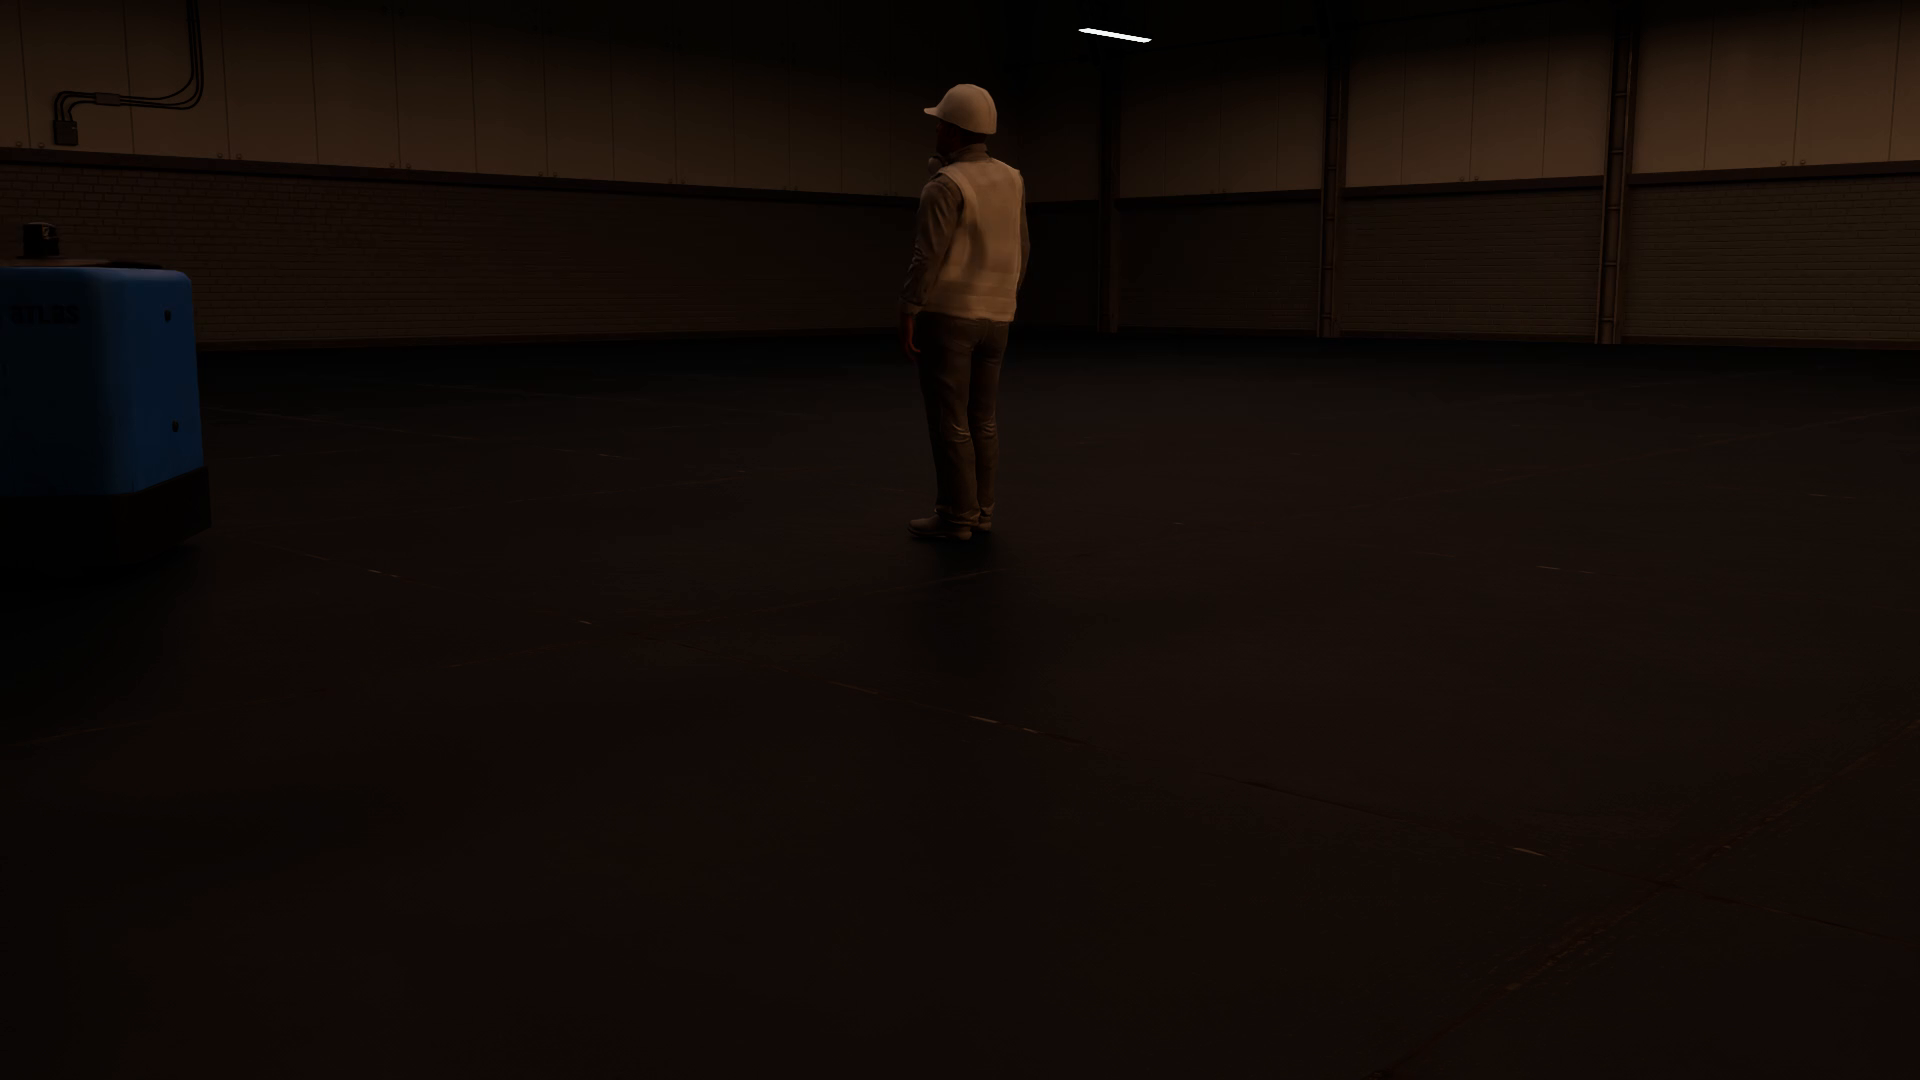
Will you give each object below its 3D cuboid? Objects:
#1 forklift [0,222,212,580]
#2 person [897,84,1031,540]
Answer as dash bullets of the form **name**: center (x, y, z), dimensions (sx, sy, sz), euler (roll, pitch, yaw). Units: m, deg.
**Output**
- **forklift**: center (-4.383, -1.330, 5.704), dimensions (3.031, 2.935, 1.130), euler (-2, 9, -10)
- **person**: center (-0.039, -0.892, 6.632), dimensions (0.568, 1.773, 0.632), euler (8, 12, 43)
